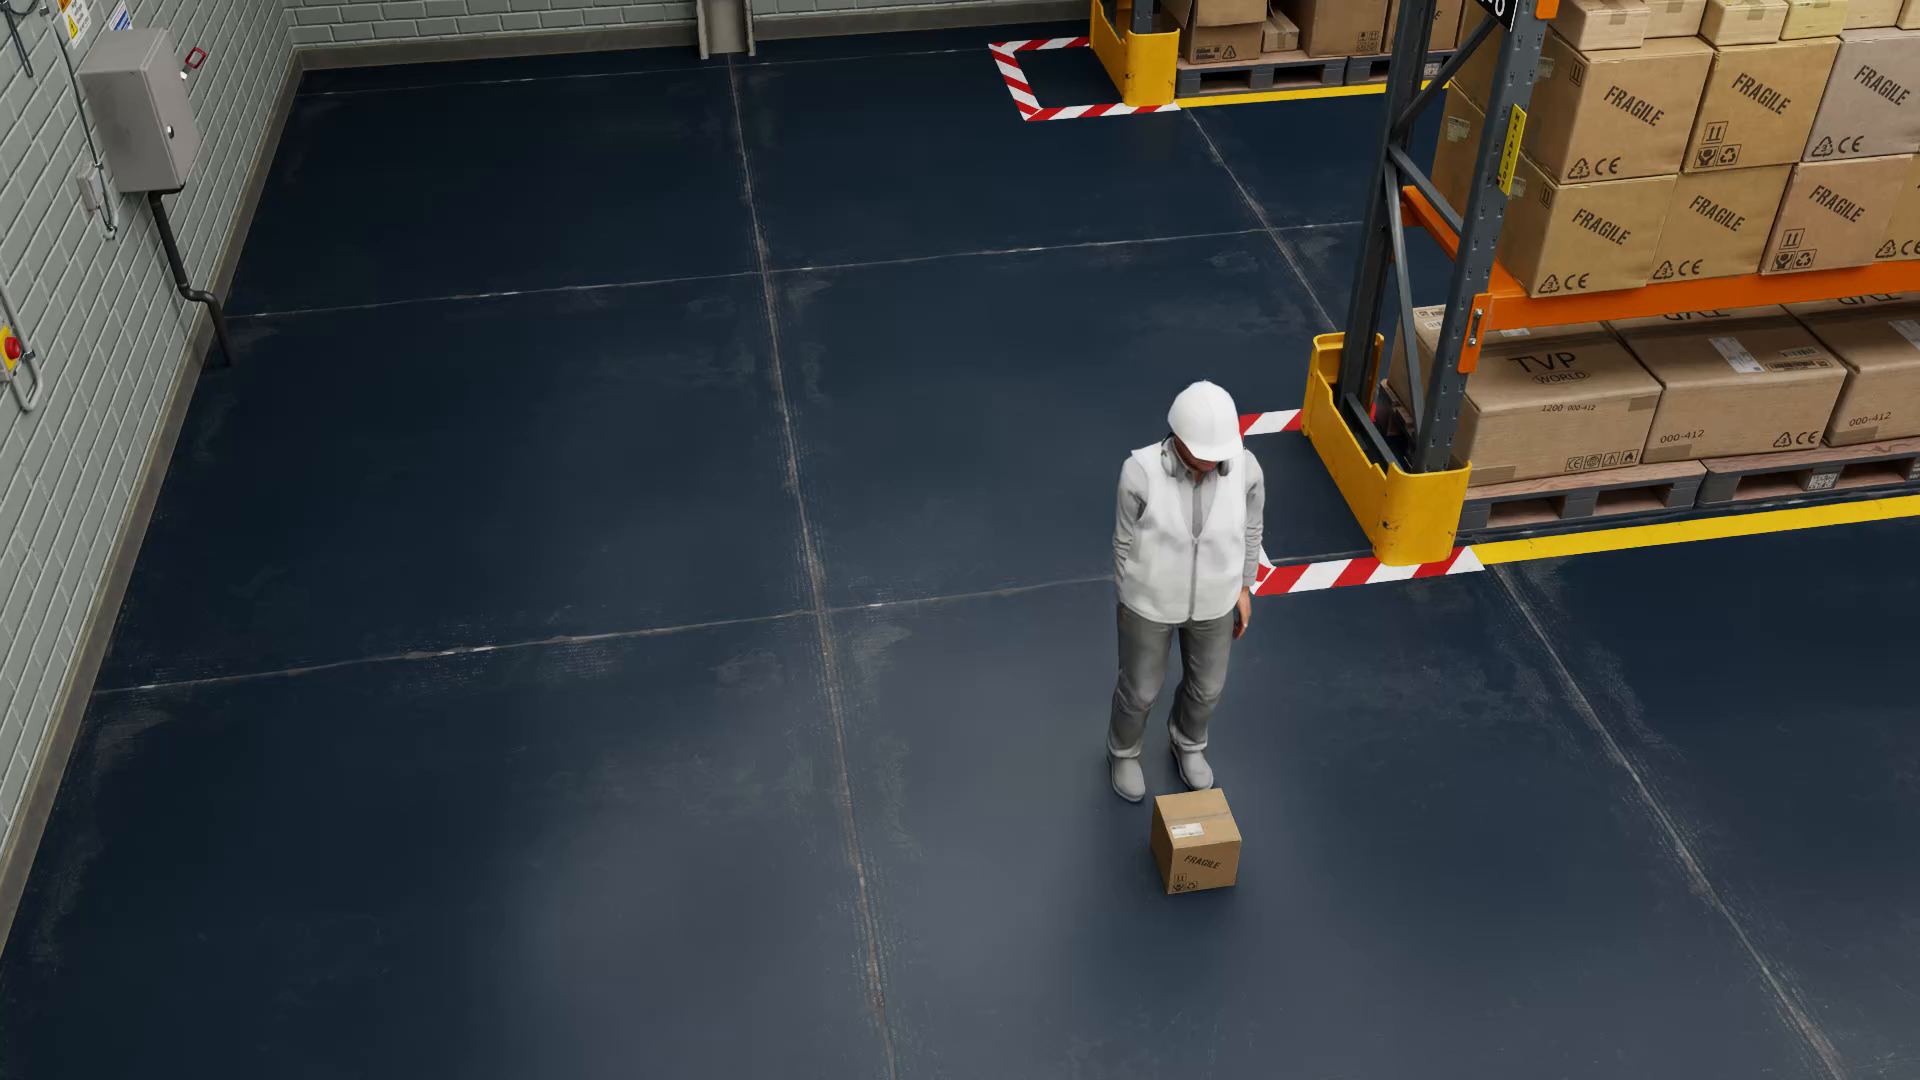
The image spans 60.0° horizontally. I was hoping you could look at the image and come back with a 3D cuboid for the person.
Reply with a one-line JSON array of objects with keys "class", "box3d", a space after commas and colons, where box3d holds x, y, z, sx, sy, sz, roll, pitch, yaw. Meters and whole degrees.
[{"class": "person", "box3d": [0.793, 0.192, 5.904, 0.534, 1.768, 0.356, -6, 39, -7]}]
